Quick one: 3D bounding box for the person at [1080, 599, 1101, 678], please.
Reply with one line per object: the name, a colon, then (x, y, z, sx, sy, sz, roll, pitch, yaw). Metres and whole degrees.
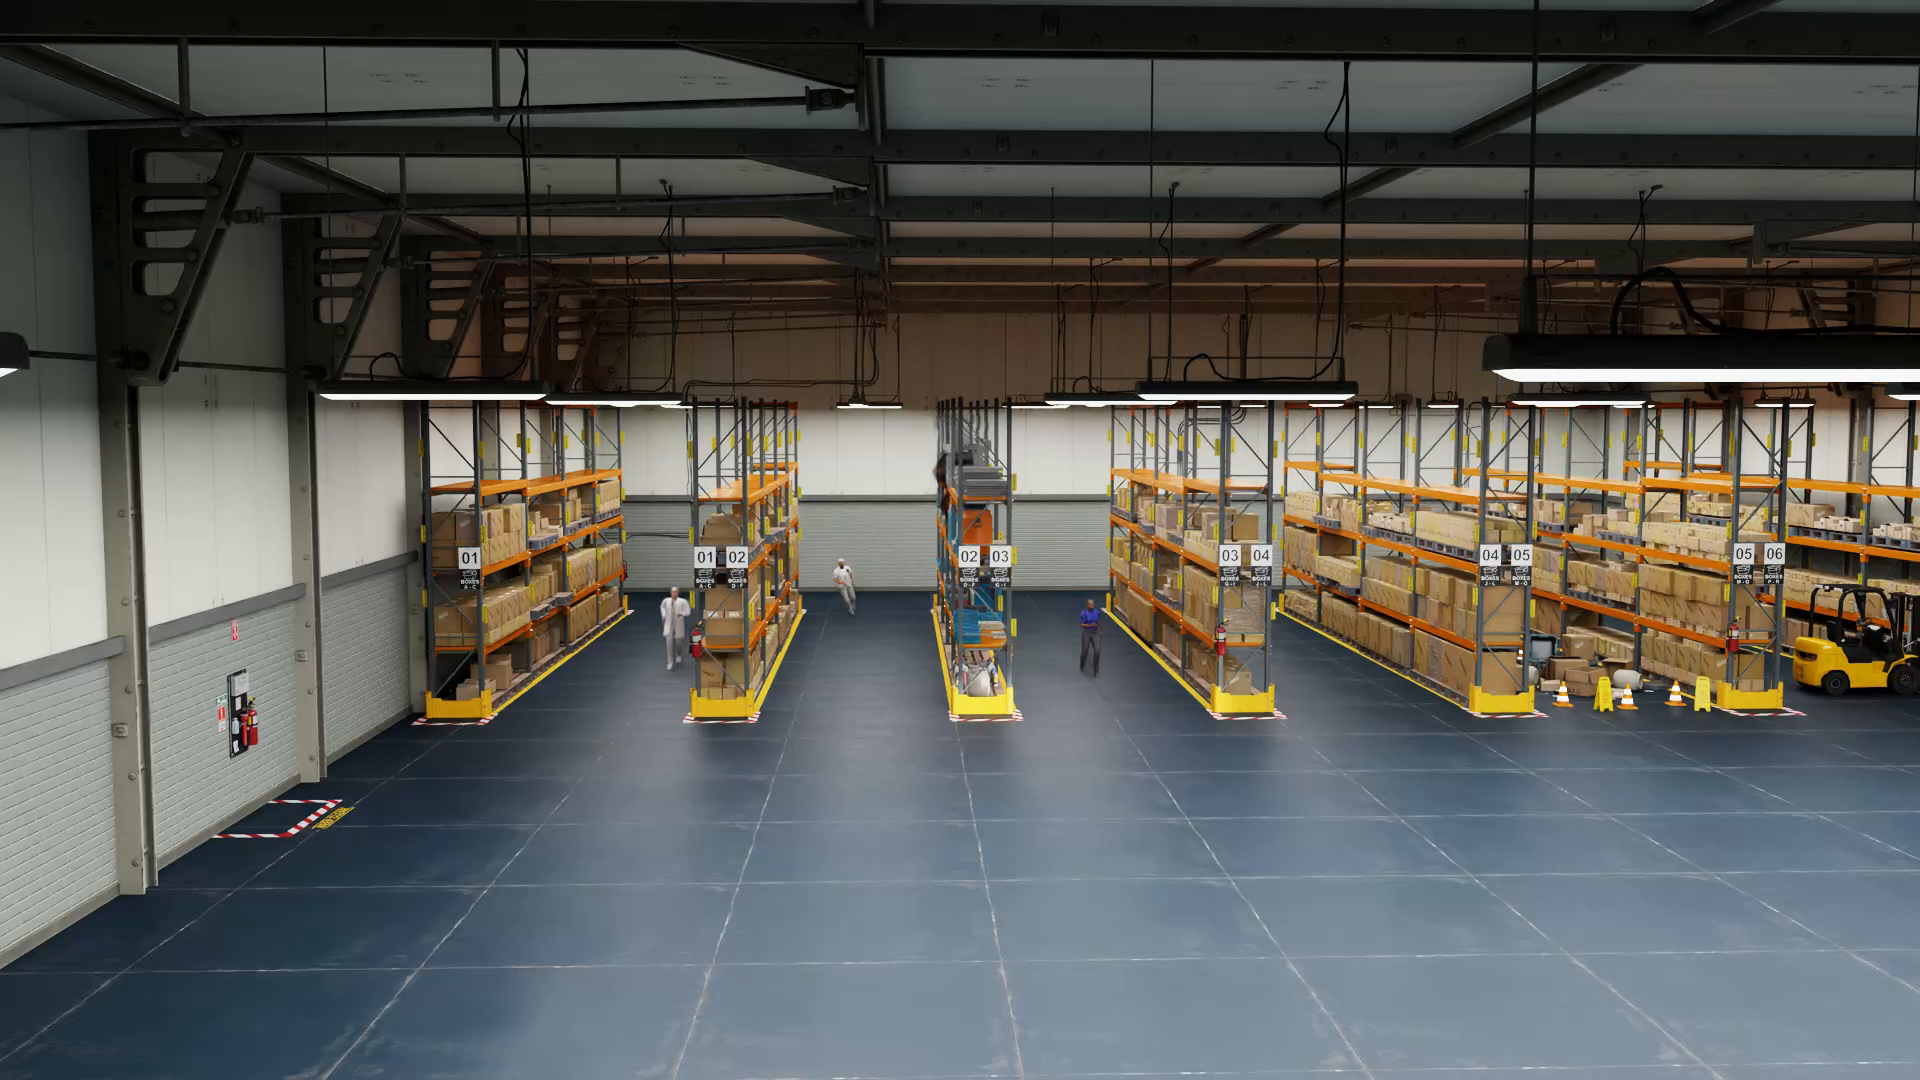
person: (2.825, 2.137, 35.942, 0.540, 1.747, 0.786, -1, 5, -14)

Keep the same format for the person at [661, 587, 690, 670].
person: (-6.379, 1.948, 37.208, 0.705, 1.802, 1.046, 0, 4, 0)

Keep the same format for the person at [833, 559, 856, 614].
person: (-3.237, 1.307, 46.955, 0.687, 1.585, 0.537, -1, 5, -17)

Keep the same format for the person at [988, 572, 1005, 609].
person: (0.853, 1.145, 48.101, 0.906, 1.734, 0.671, 3, 5, 34)
